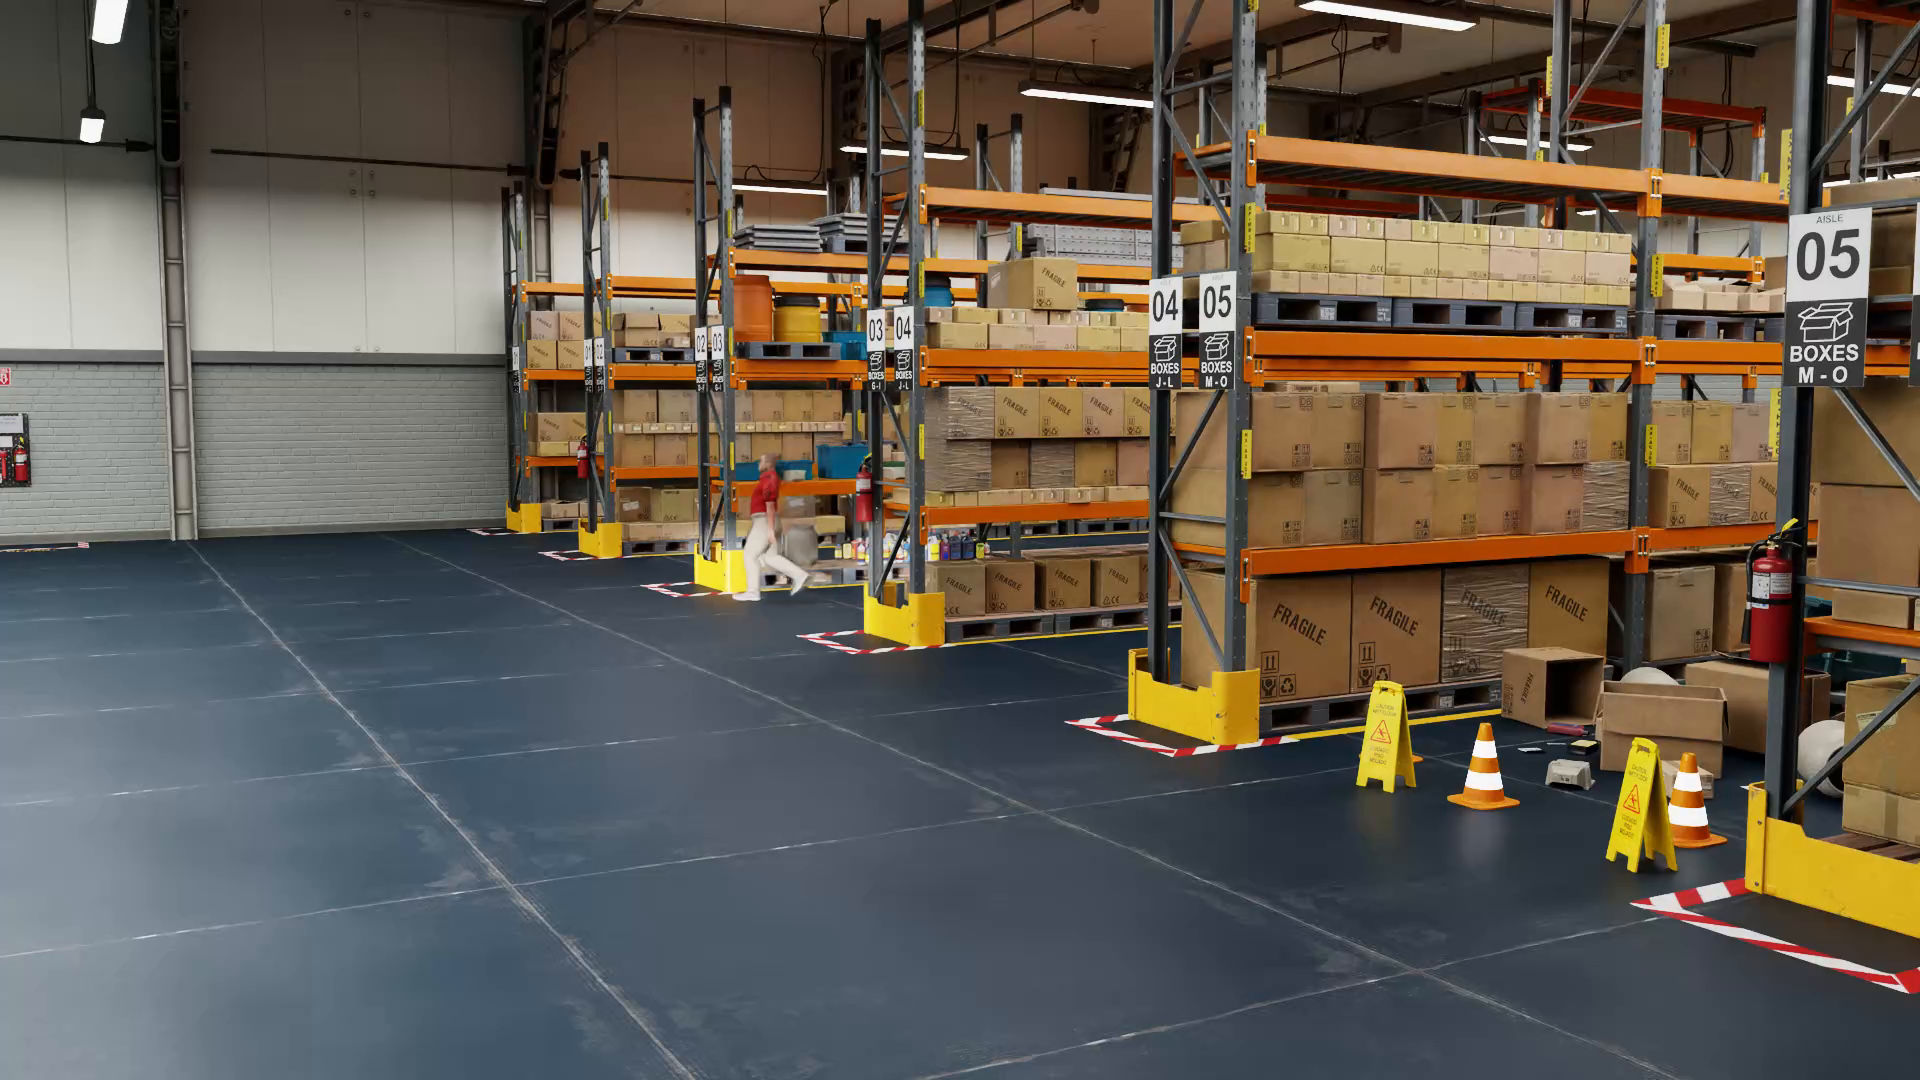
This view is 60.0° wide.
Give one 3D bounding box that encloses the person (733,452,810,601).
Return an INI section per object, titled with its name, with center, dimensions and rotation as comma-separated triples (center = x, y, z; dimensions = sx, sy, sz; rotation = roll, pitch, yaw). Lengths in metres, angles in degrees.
[person]
center = -2.167, -0.159, 19.004
dimensions = 0.862, 1.688, 0.529
rotation = 1, 5, 6
